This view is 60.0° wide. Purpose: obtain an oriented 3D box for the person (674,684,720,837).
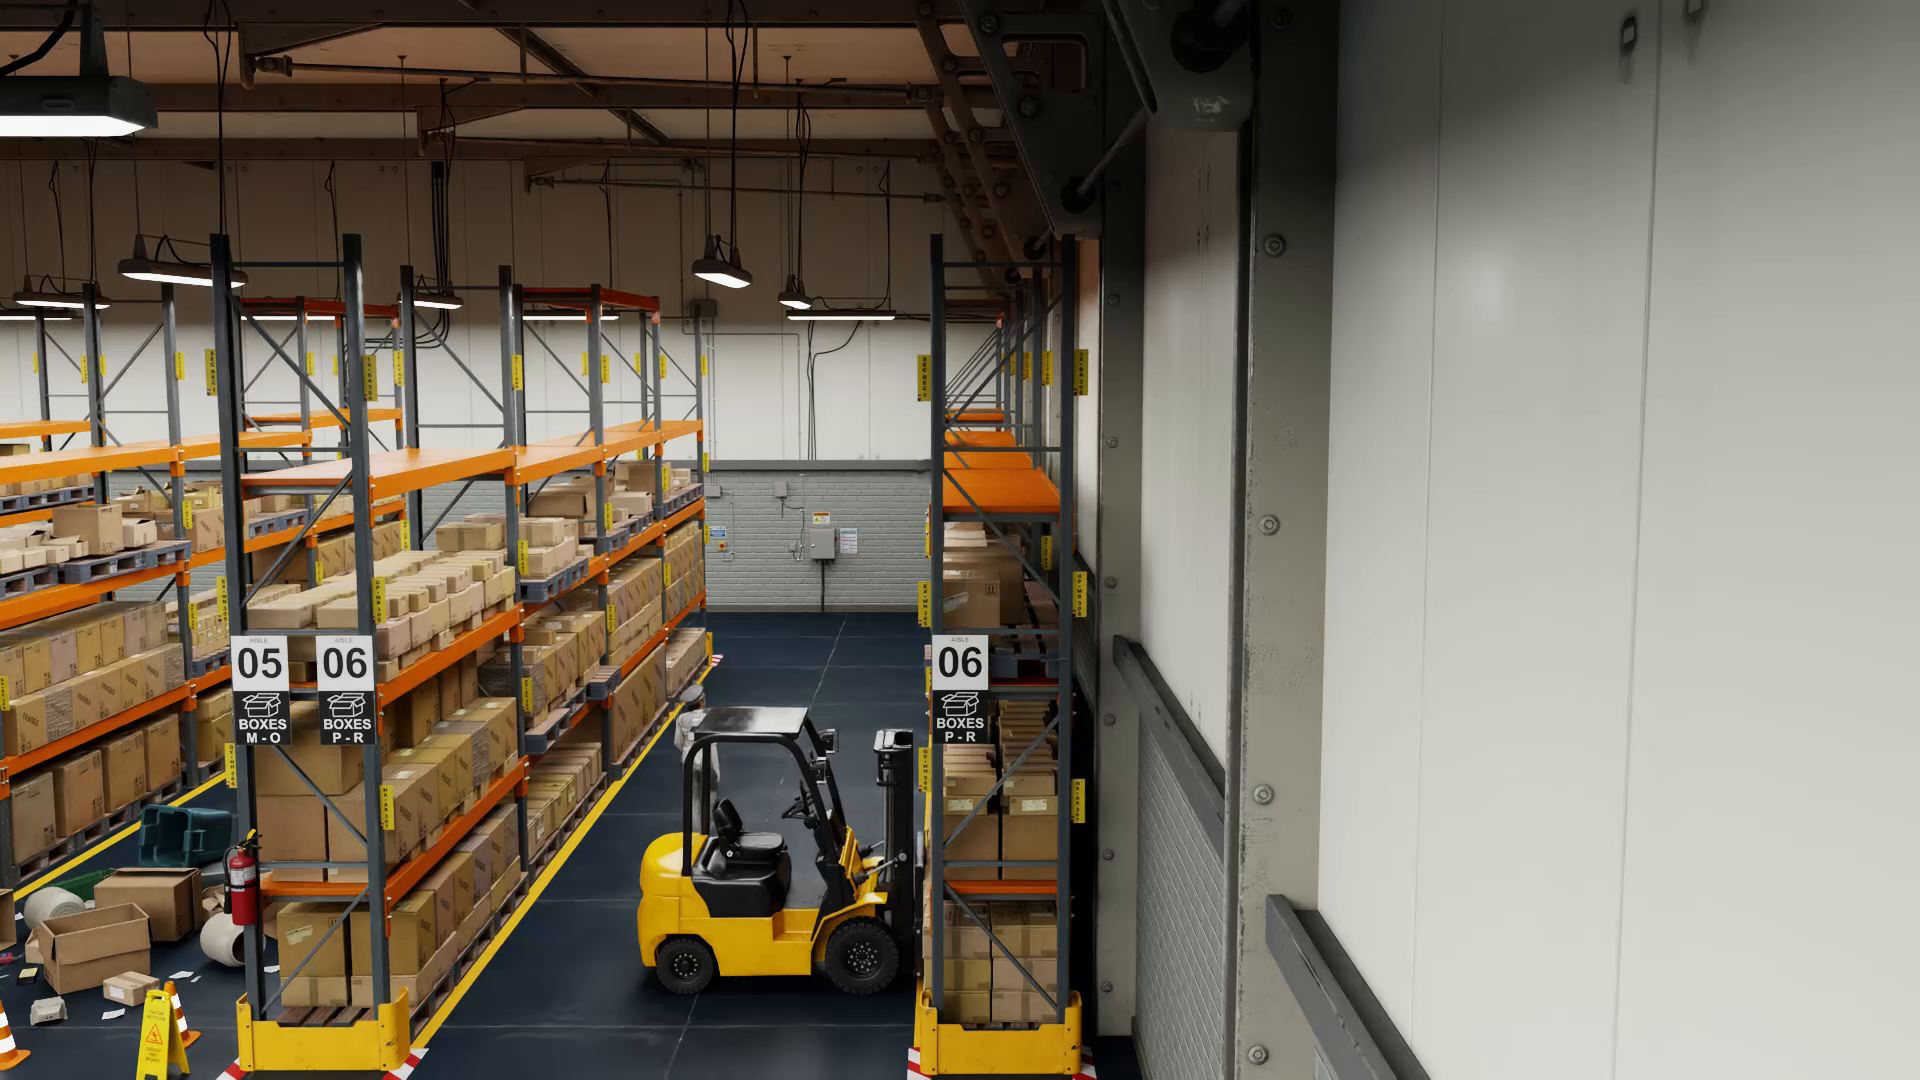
[{"bbox_3d":[-2.691,2.332,17.047,0.500,1.724,0.746,0,6,-2],"label":"person"}]
